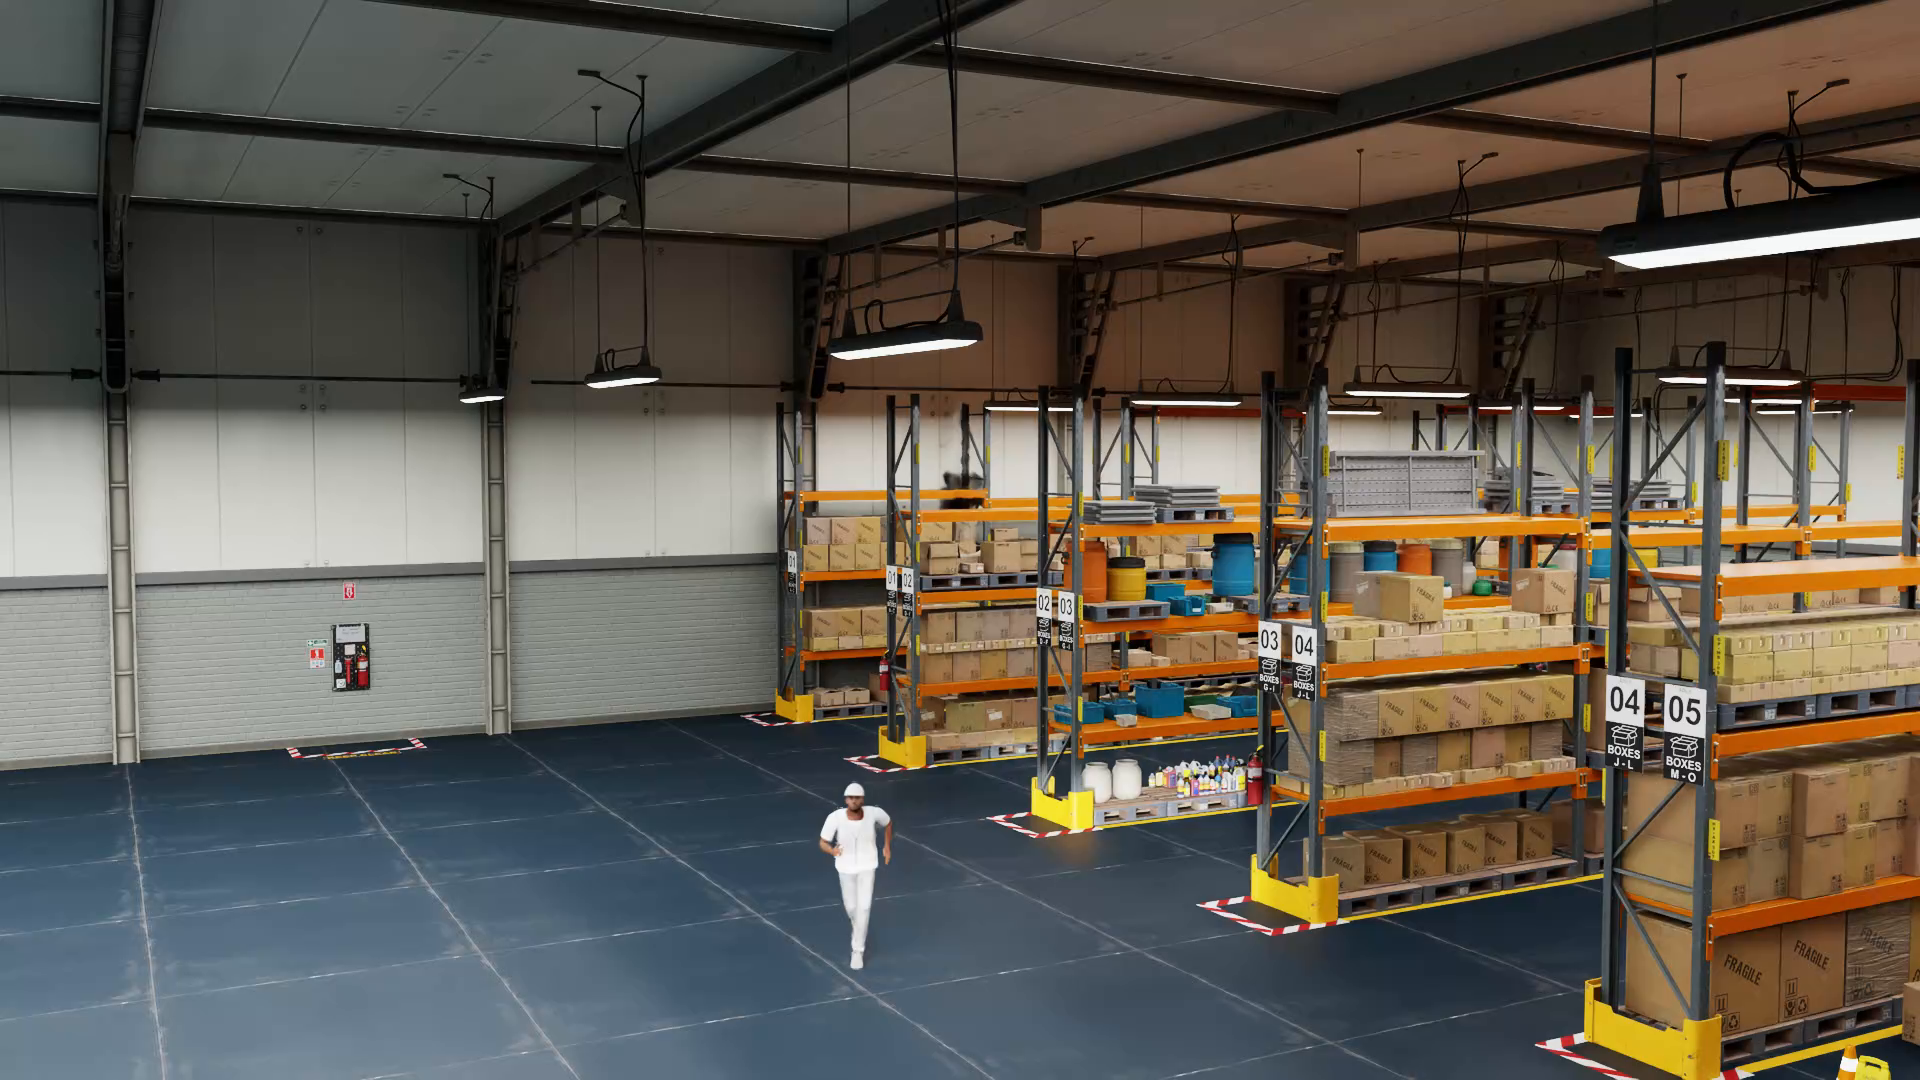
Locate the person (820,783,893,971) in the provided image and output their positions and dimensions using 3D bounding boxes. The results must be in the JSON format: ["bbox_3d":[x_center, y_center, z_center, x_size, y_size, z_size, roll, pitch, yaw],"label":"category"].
[{"bbox_3d":[-1.048,3.347,16.793,0.729,1.828,0.911,0,3,-1],"label":"person"}]
